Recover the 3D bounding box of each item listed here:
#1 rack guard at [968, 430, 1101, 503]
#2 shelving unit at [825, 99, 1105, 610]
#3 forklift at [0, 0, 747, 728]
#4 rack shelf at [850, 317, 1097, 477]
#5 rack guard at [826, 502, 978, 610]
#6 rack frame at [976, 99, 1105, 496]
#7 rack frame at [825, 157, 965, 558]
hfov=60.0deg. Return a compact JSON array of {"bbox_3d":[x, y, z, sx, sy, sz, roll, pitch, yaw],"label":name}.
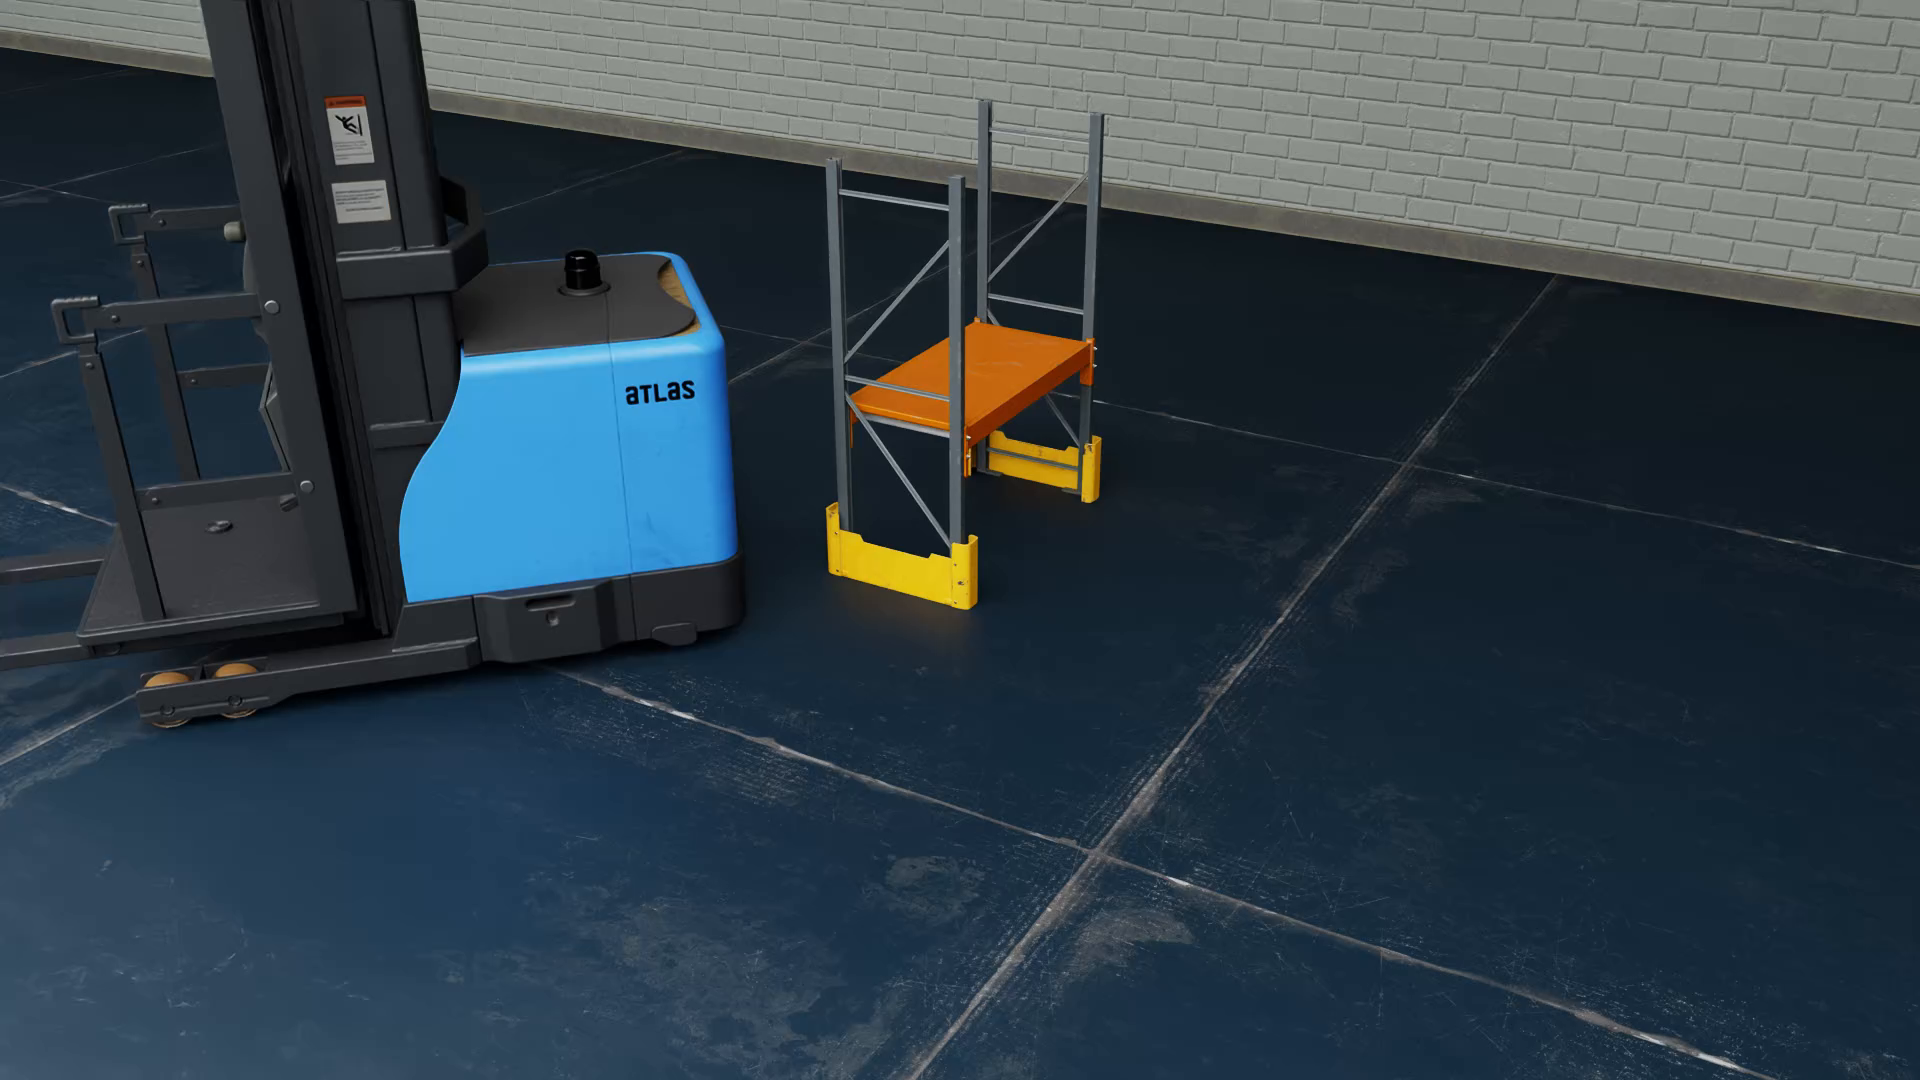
[{"bbox_3d":[0.282,-0.336,6.641,0.587,0.250,0.087,14,30,26],"label":"rack guard"},{"bbox_3d":[0.038,-0.700,5.974,0.587,1.500,1.083,14,30,26],"label":"shelving unit"},{"bbox_3d":[-2.294,-0.999,4.971,3.031,2.935,1.130,-8,28,-15],"label":"forklift"},{"bbox_3d":[0.042,-0.543,6.061,0.538,0.185,1.000,14,30,26],"label":"rack shelf"},{"bbox_3d":[-0.207,0.053,5.866,0.587,0.250,0.087,14,30,26],"label":"rack guard"},{"bbox_3d":[0.292,-0.902,6.376,0.500,1.500,0.032,14,30,26],"label":"rack frame"},{"bbox_3d":[-0.208,-0.506,5.585,0.500,1.500,0.032,14,30,26],"label":"rack frame"}]
